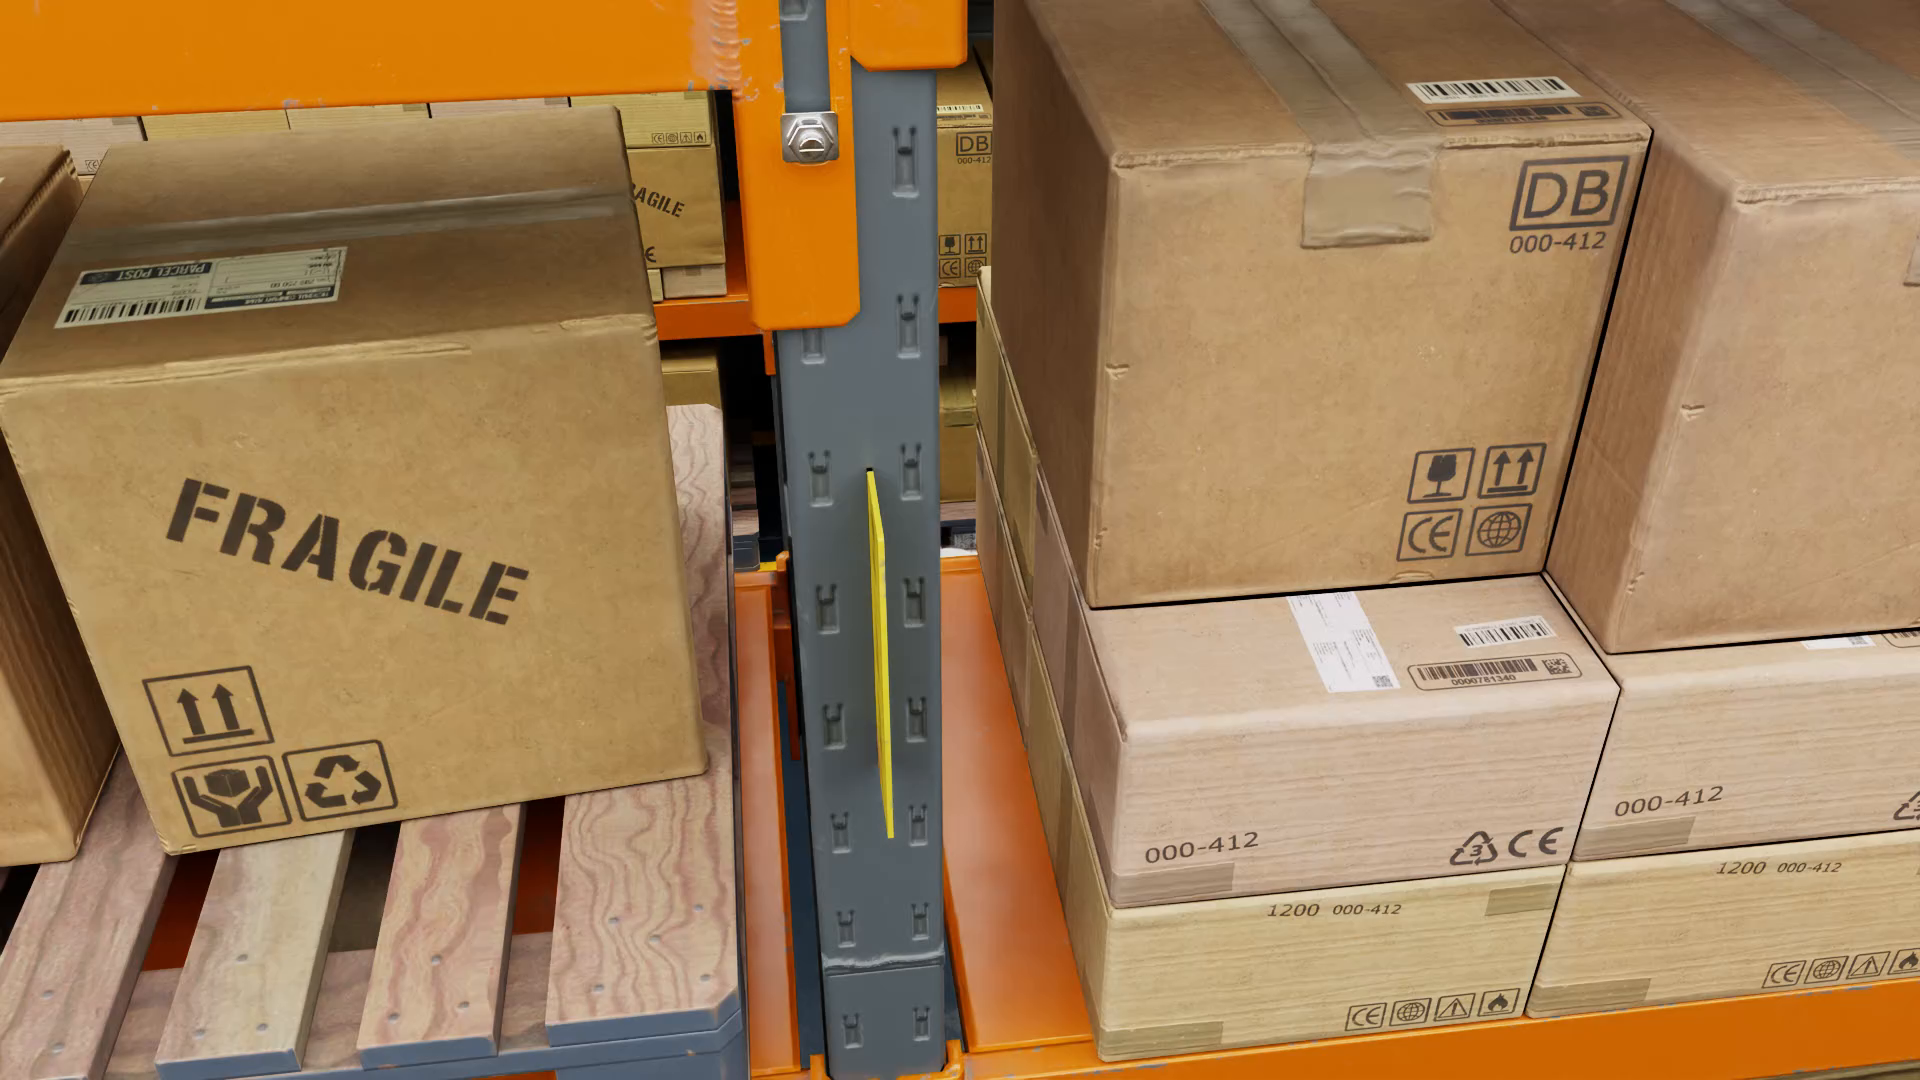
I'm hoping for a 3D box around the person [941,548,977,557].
[{"bbox_3d":[0.019,0.375,6.450,0.899,0.845,0.477,10,36,14],"label":"person"}]
